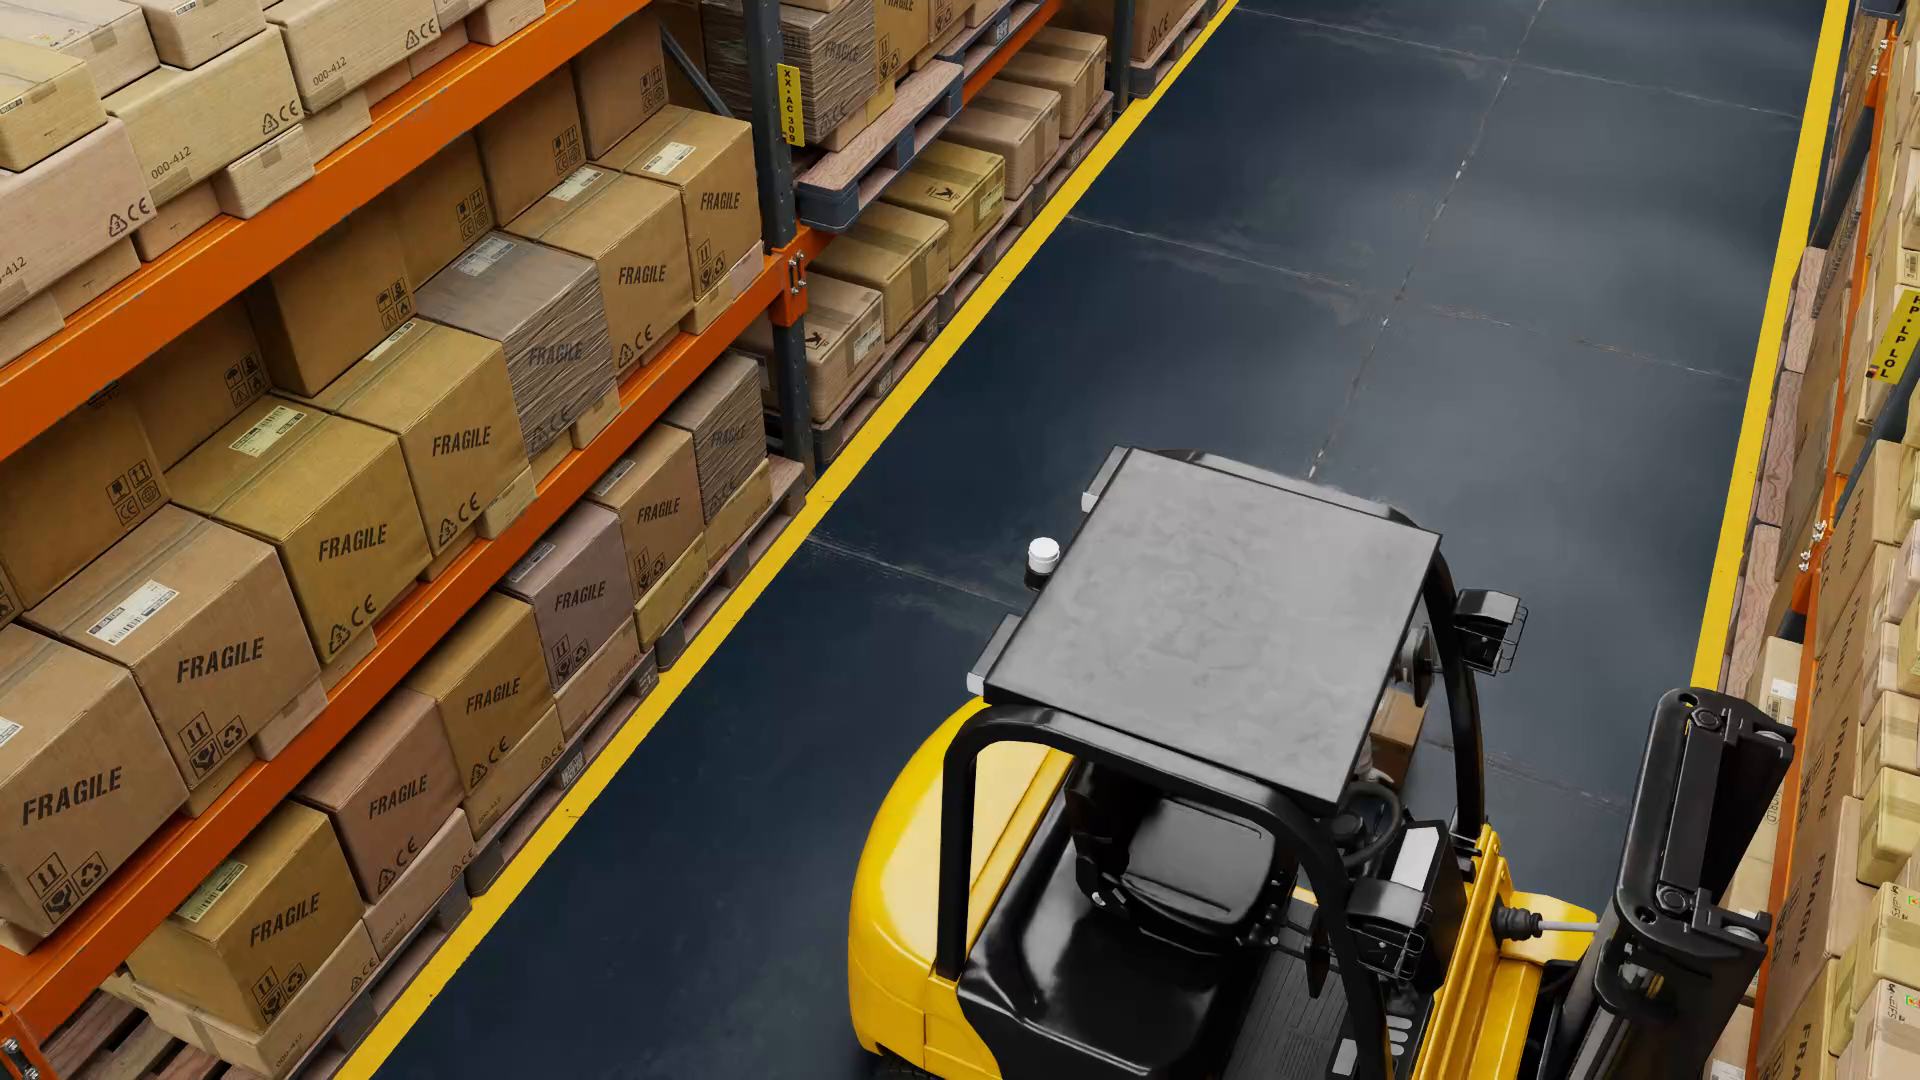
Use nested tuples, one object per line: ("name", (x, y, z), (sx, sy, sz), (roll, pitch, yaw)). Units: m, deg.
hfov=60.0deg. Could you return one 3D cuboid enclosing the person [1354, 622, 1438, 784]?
("person", (1.315, 0.457, 6.212), (0.881, 0.919, 0.456), (15, 44, 16))
